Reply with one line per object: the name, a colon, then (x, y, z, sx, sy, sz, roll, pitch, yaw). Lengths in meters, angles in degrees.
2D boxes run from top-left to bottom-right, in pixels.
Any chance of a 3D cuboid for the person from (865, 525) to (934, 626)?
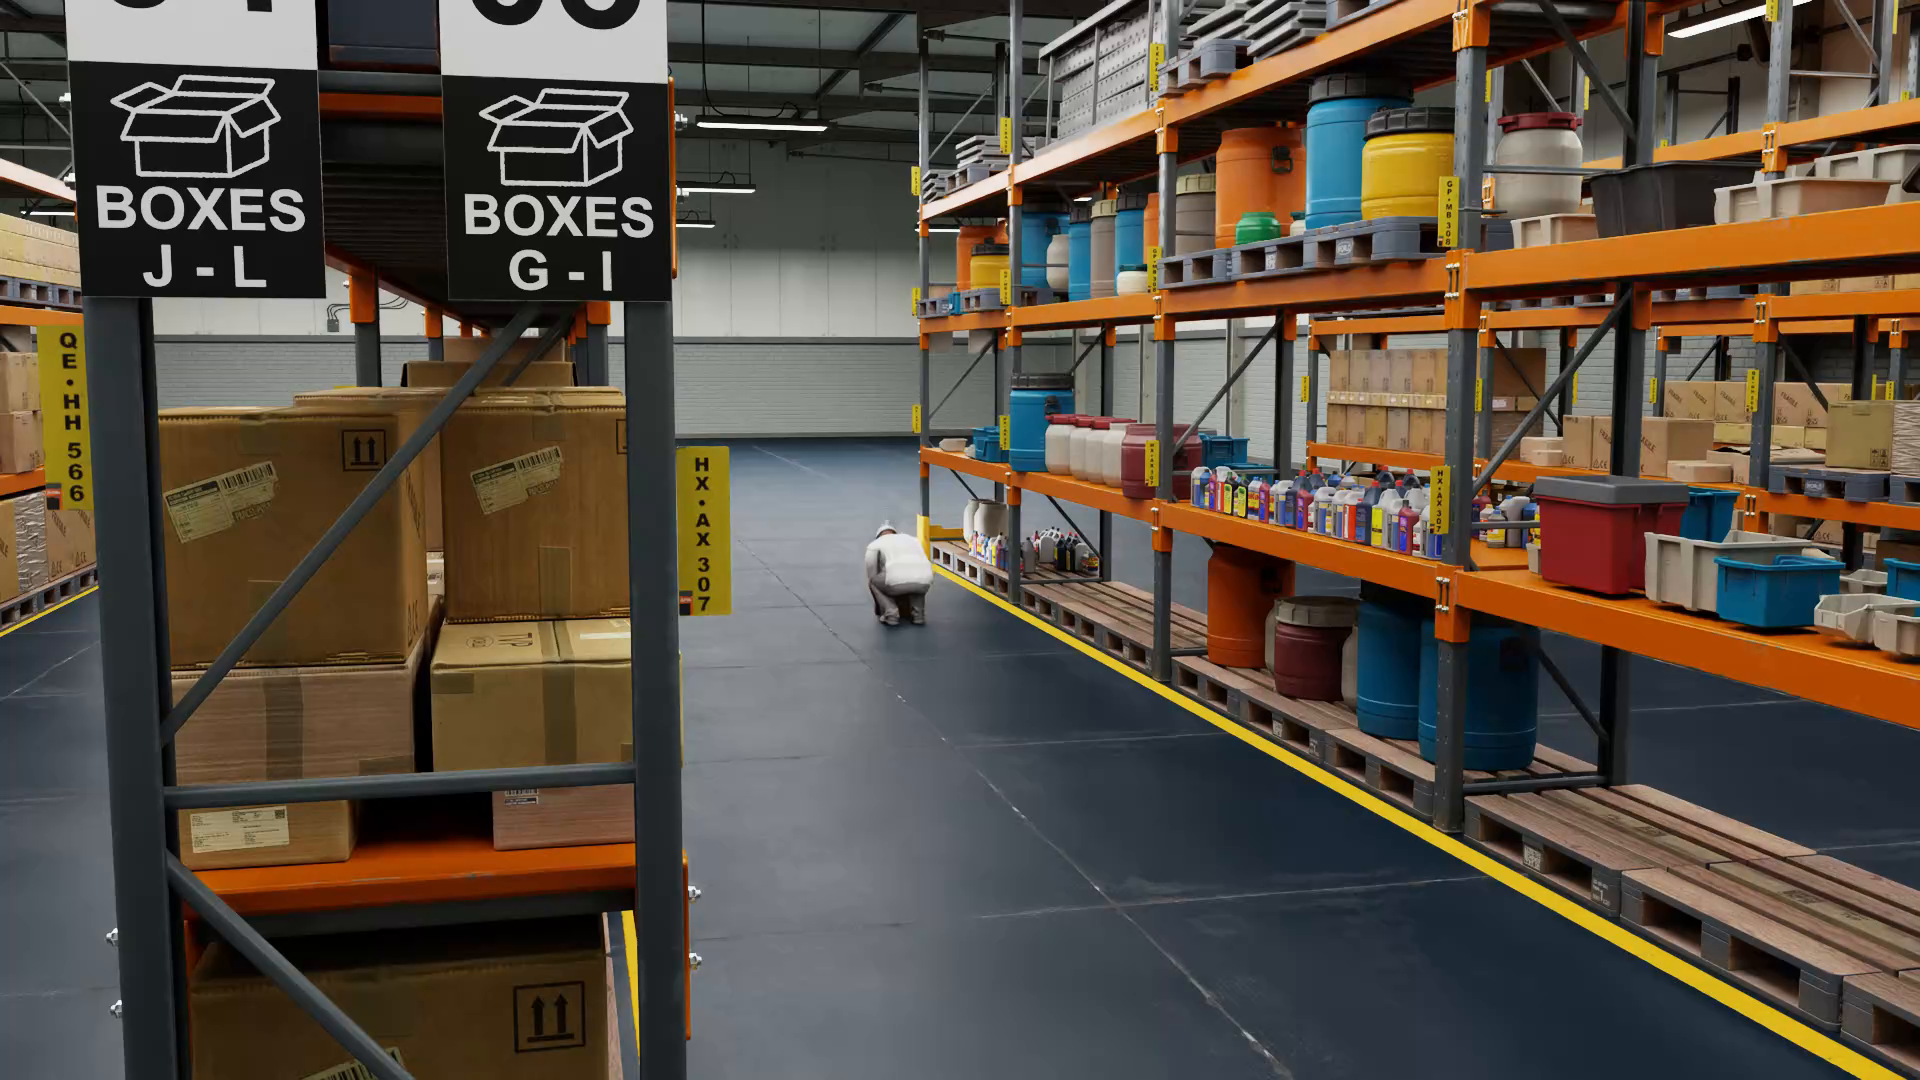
person: (-0.559, 0.344, 14.867, 0.543, 0.890, 0.915, -2, 6, -14)
